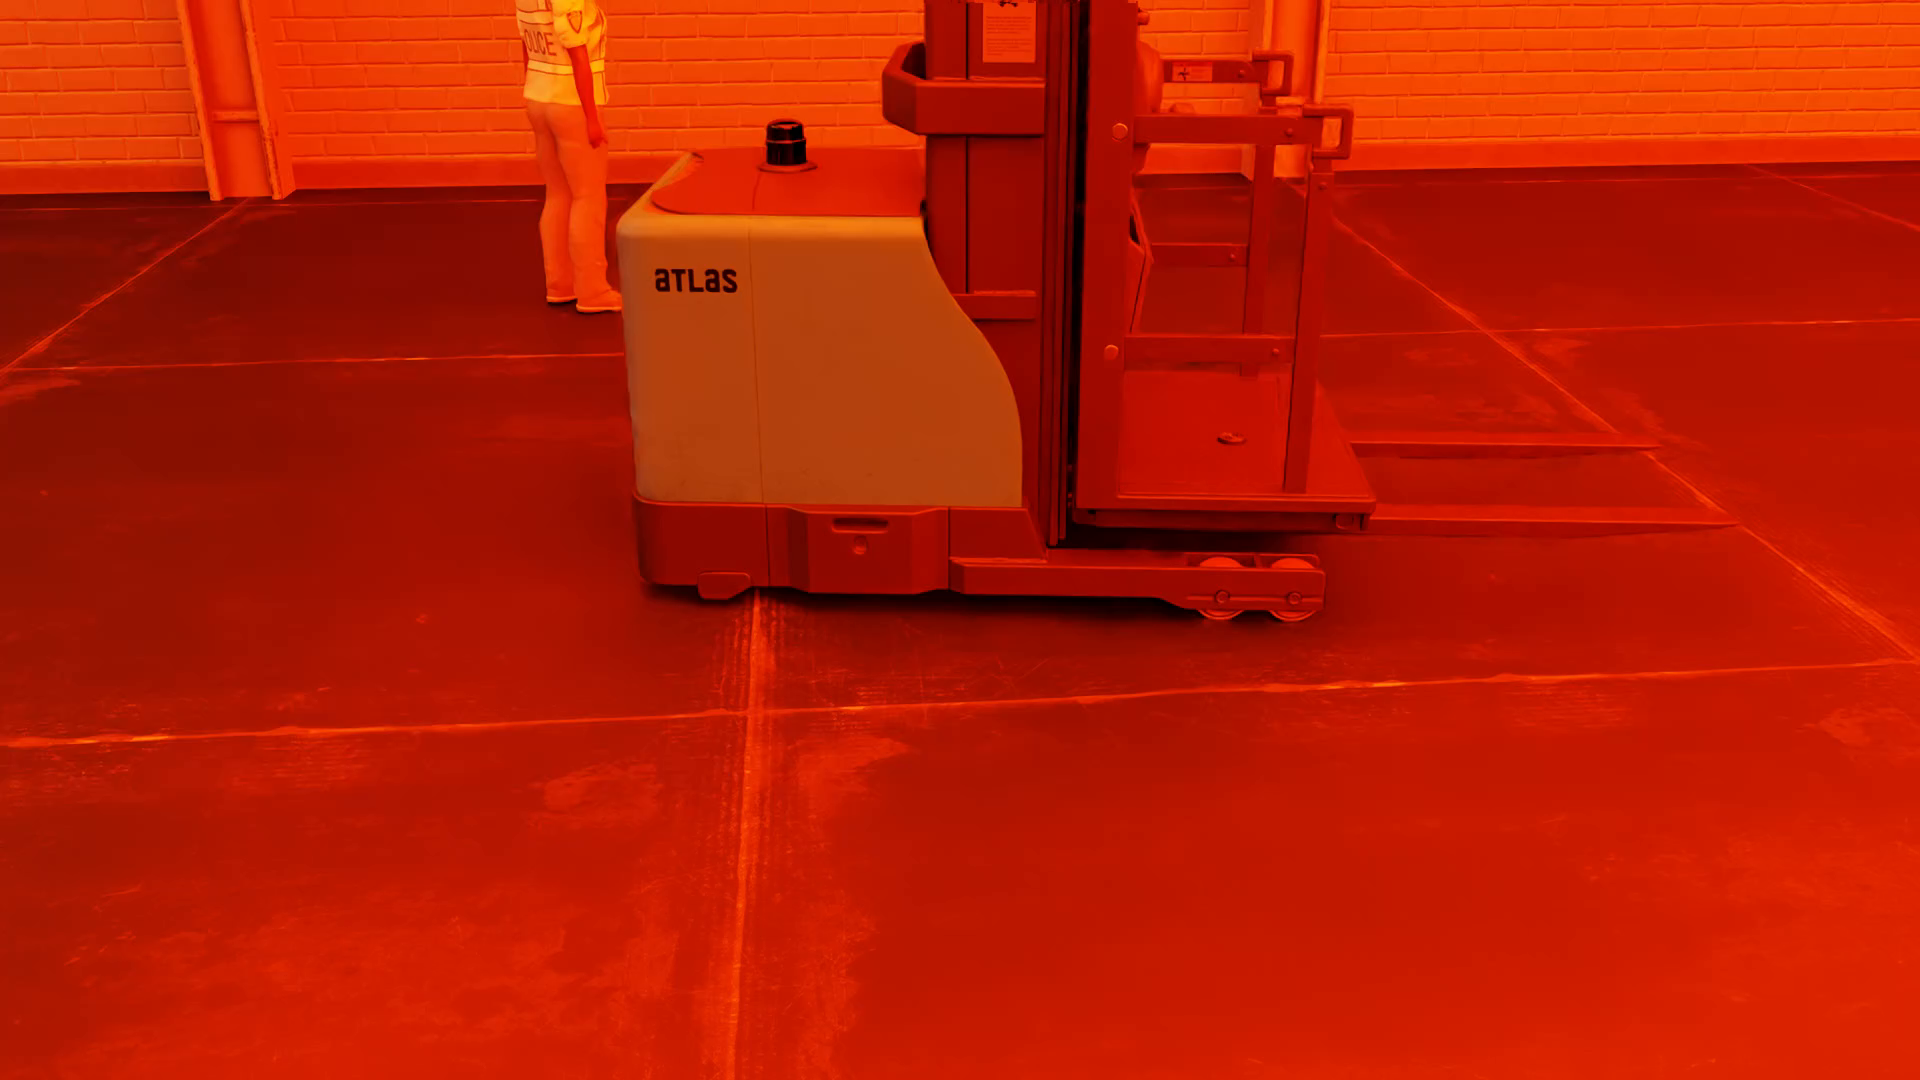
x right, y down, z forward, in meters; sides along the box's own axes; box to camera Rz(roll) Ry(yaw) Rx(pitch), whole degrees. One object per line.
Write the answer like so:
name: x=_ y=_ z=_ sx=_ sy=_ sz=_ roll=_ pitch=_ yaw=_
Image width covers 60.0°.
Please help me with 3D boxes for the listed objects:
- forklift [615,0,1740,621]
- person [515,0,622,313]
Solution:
forklift: x=0.636 y=-1.341 z=4.411 sx=3.031 sy=2.935 sz=1.130 roll=1 pitch=24 yaw=2
person: x=-1.662 y=-1.830 z=7.089 sx=0.338 sy=1.691 sz=0.447 roll=-20 pitch=30 yaw=-38
